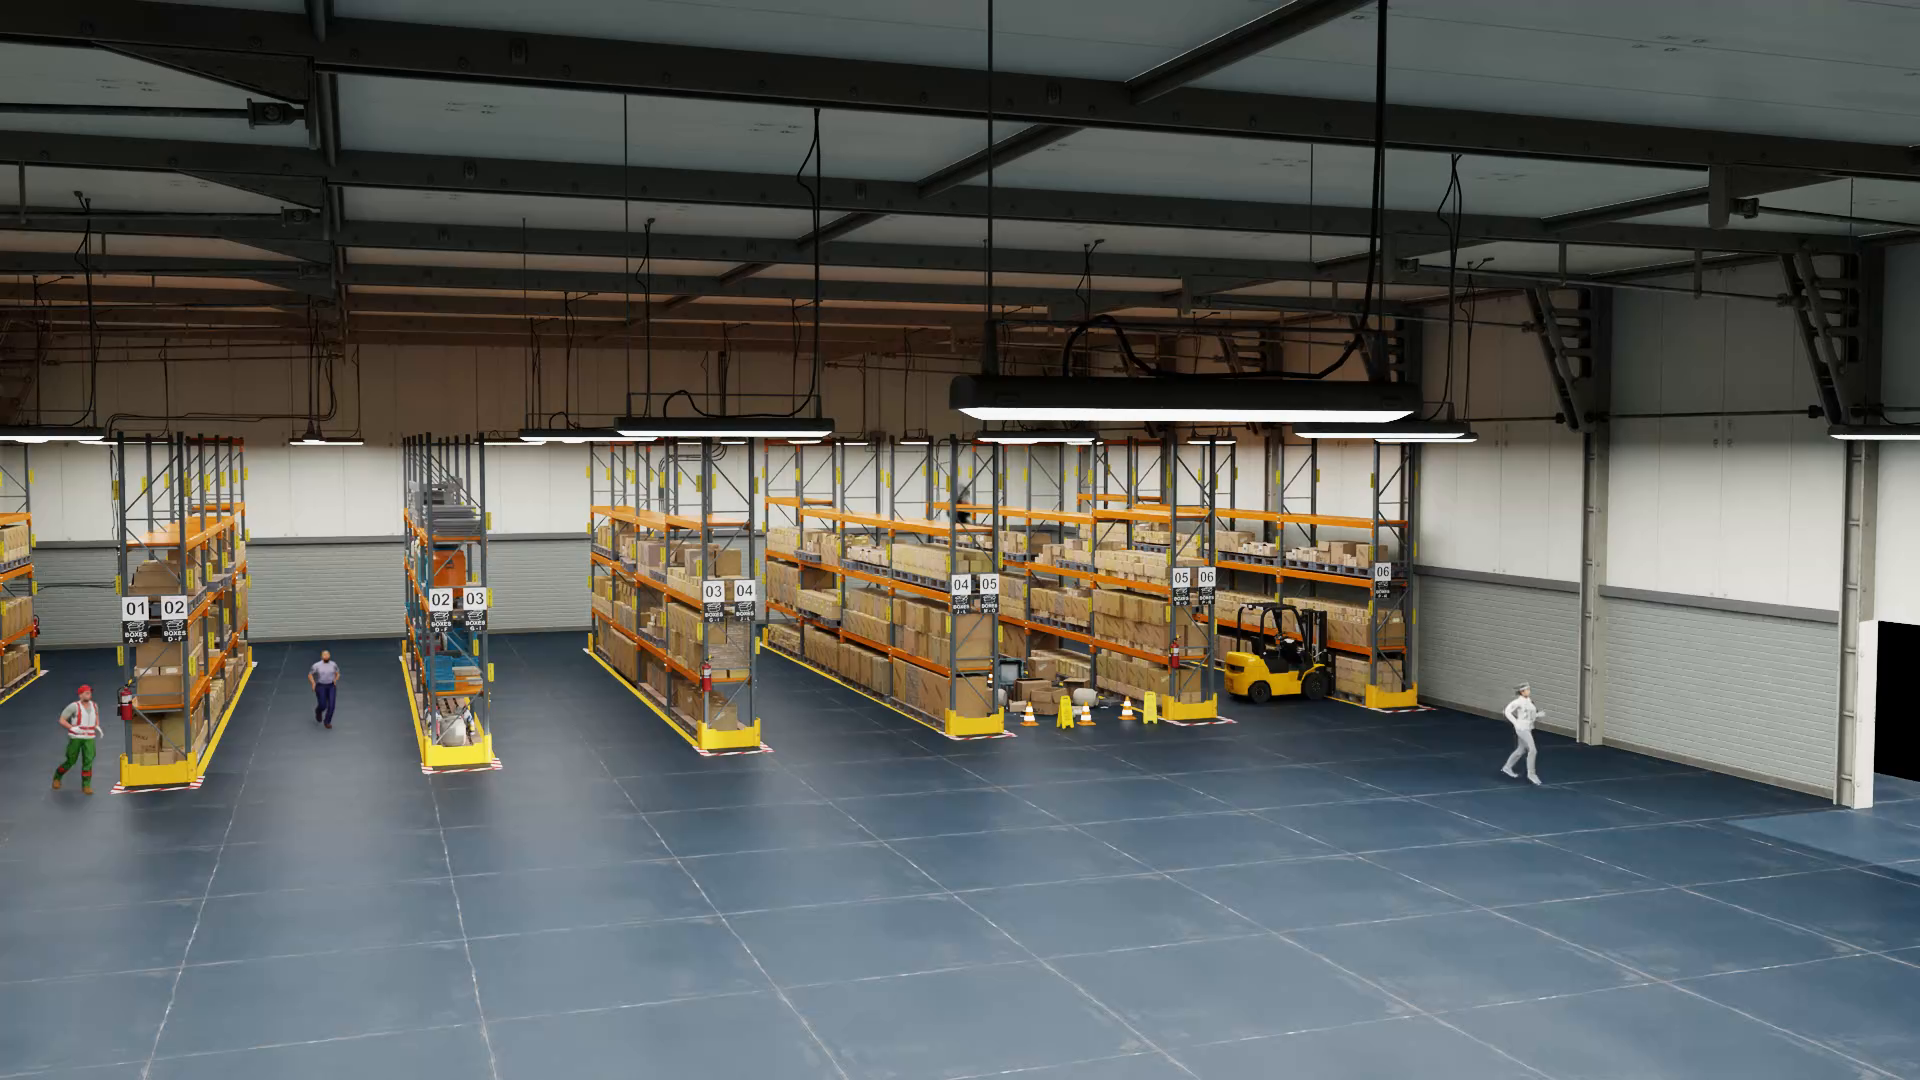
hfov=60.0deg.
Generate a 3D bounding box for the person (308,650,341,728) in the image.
[{"bbox_3d":[-12.954,3.046,33.970,0.608,1.602,0.549,-2,4,-34],"label":"person"}]

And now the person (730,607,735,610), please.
[{"bbox_3d":[-6.244,2.348,46.053,0.617,1.659,0.742,-1,3,-20],"label":"person"}]

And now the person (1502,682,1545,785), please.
[{"bbox_3d":[9.640,3.289,28.461,0.732,1.746,0.598,2,4,36],"label":"person"}]

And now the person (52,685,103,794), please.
[{"bbox_3d":[-14.557,3.294,27.620,0.986,1.749,0.716,2,4,34],"label":"person"}]
